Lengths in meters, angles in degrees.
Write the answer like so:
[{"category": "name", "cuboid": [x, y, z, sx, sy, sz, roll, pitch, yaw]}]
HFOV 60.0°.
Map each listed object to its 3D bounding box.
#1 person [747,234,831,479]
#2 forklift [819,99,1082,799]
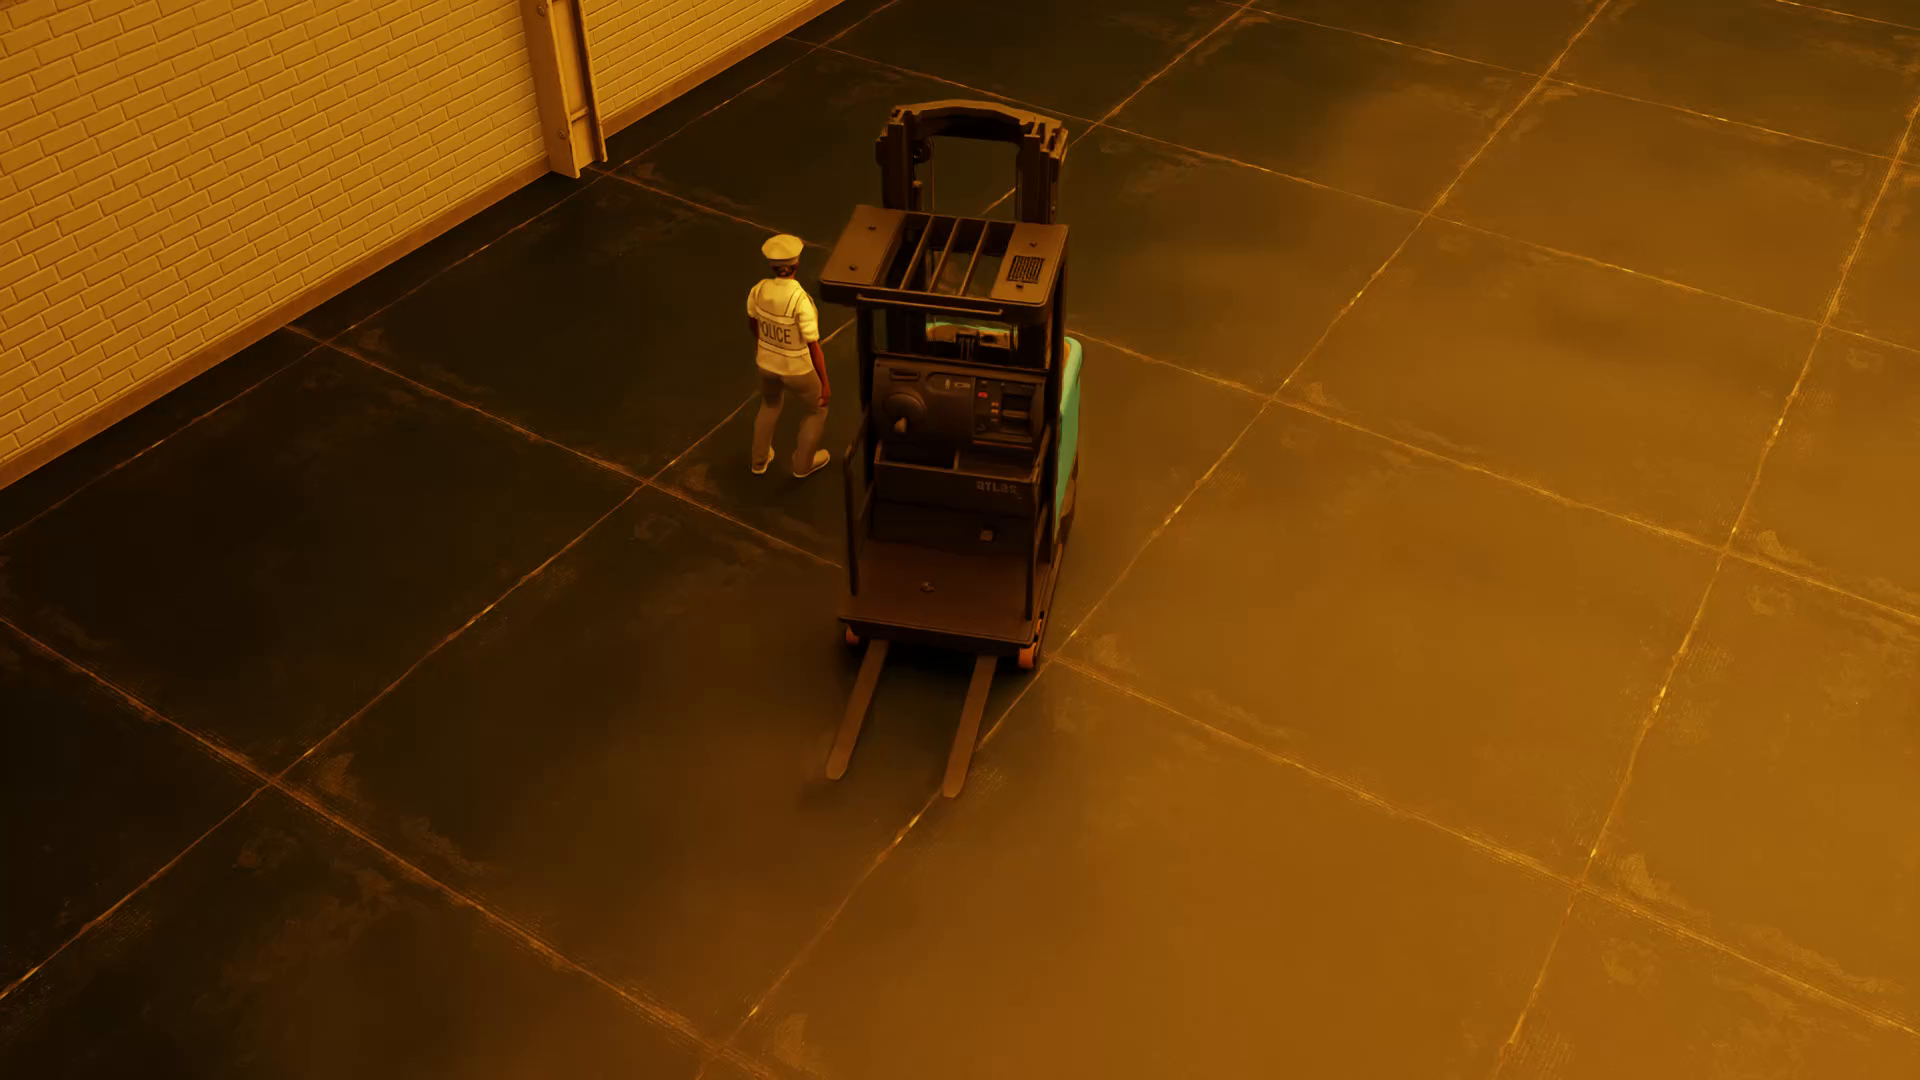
[{"category": "person", "cuboid": [-1.051, -1.078, 10.260, 0.691, 1.625, 0.412, 21, 44, 23]}, {"category": "forklift", "cuboid": [-0.051, -0.650, 8.734, 1.130, 2.935, 3.031, 7, 41, 9]}]
